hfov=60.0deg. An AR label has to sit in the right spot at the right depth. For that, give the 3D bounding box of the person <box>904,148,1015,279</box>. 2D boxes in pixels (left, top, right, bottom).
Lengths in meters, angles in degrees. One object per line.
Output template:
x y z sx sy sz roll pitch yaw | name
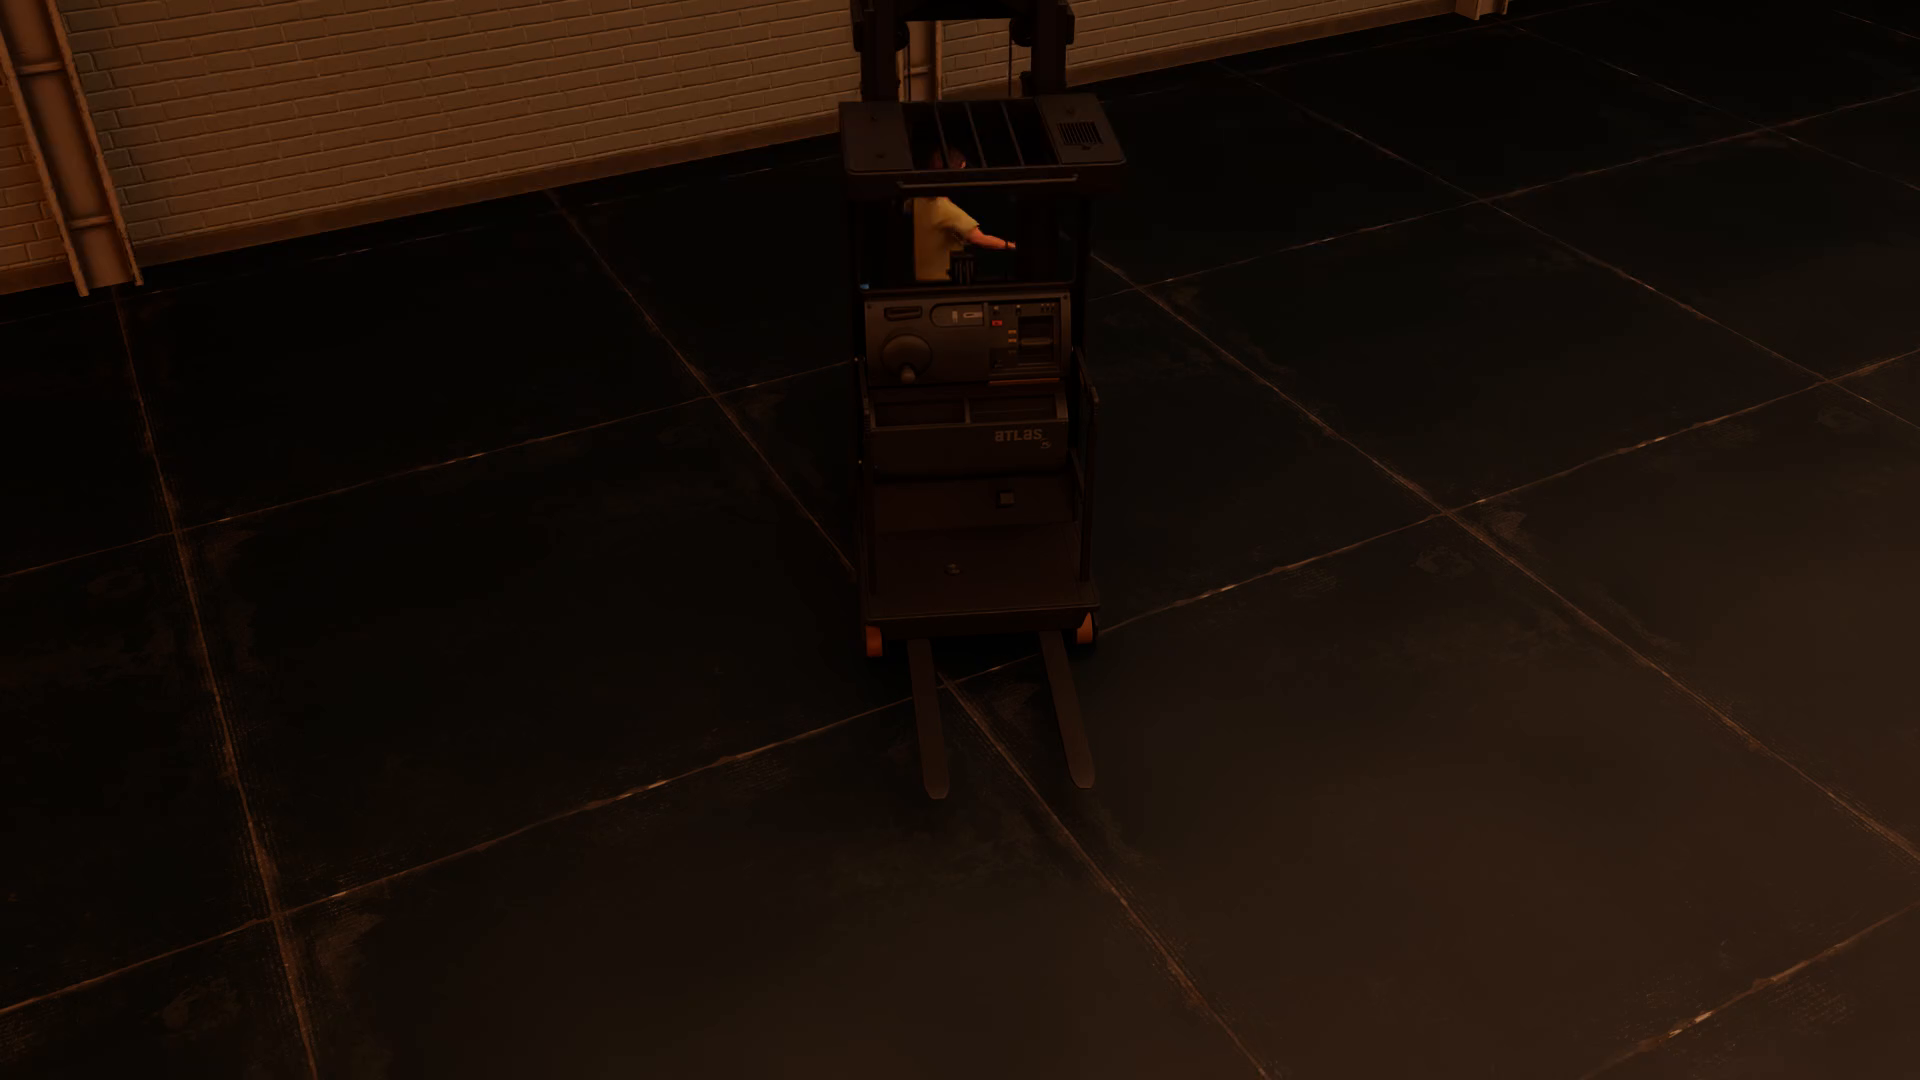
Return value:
0.068 -1.556 9.624 0.714 1.558 0.886 -17 39 -22 | person

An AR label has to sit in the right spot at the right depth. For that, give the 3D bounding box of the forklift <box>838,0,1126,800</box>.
0.061 -0.846 7.320 1.130 2.935 3.031 -3 35 -5 | forklift
